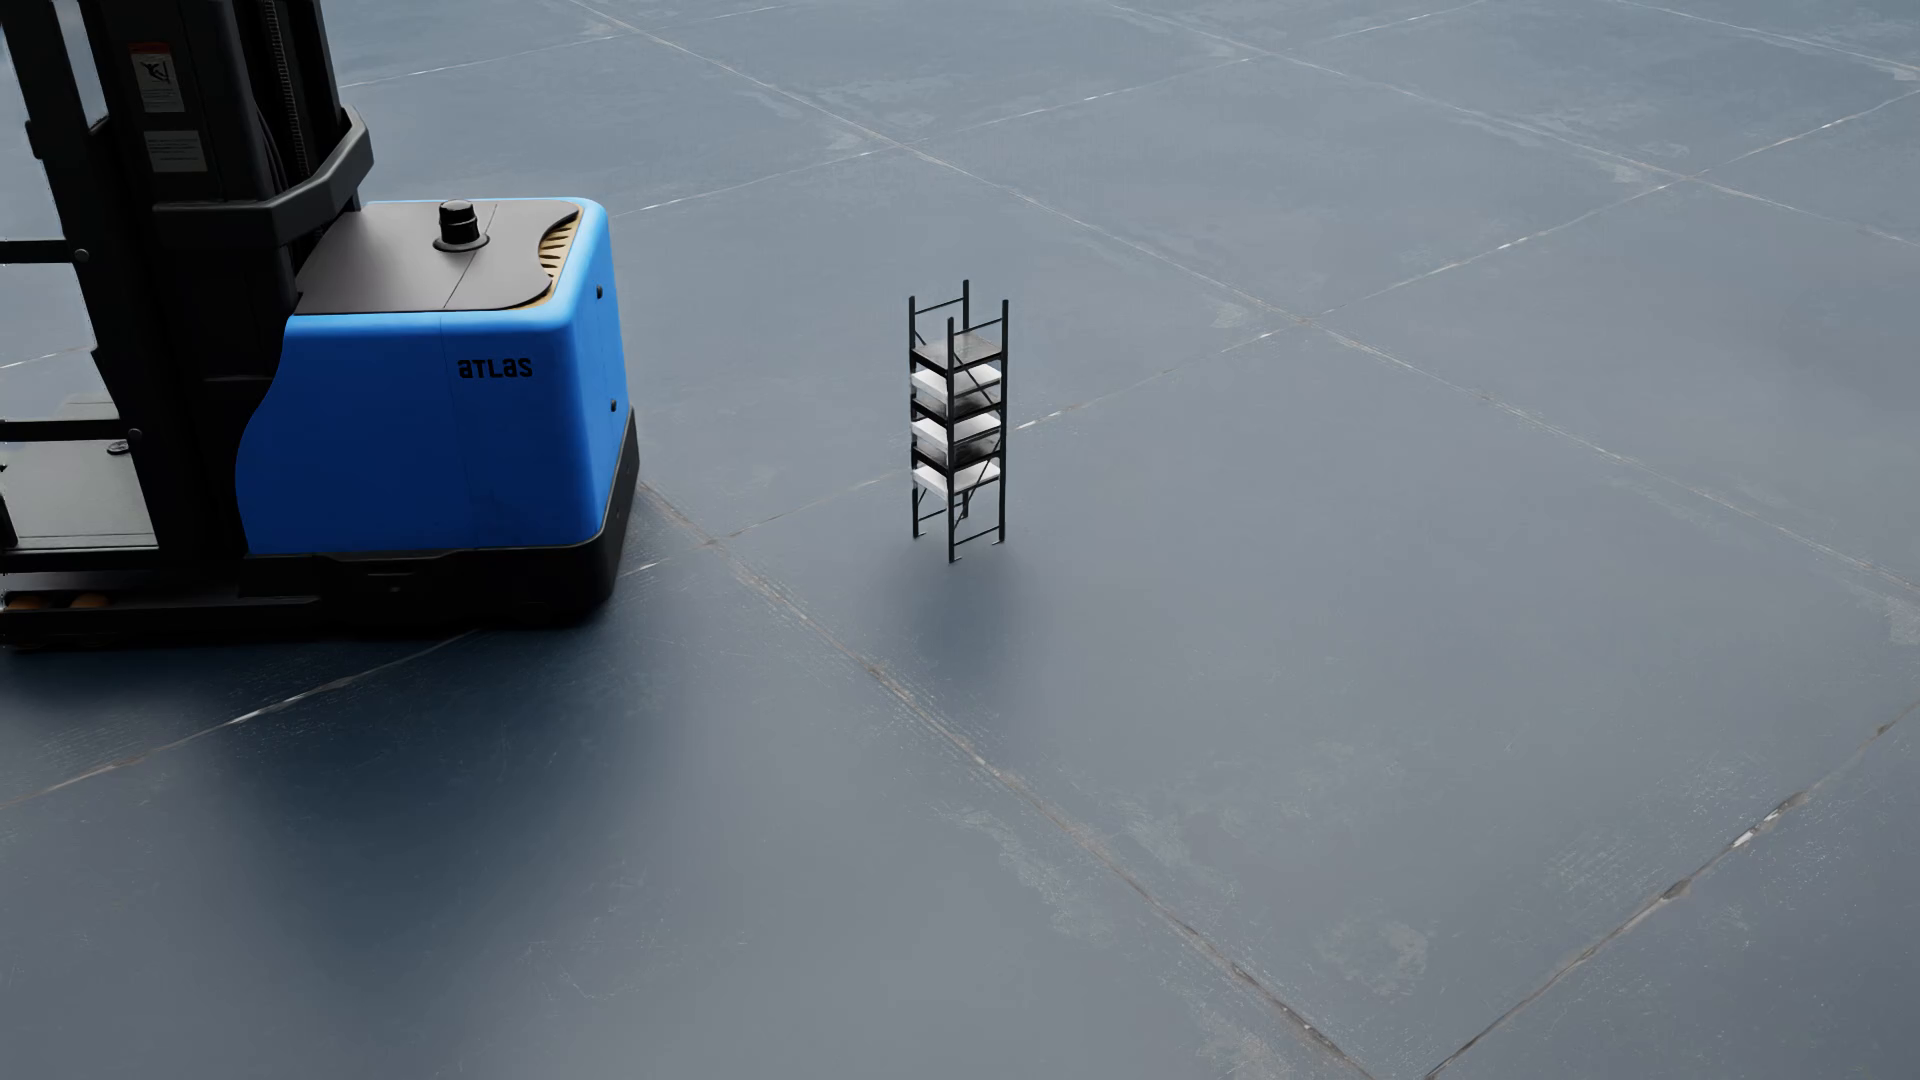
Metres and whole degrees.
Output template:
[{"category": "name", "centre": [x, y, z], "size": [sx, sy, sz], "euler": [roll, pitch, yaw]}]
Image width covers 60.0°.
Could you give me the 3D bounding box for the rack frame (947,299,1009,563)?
[{"category": "rack frame", "centre": [0.057, -0.343, 5.450], "size": [0.240, 0.900, 0.006], "euler": [-22, 38, -31]}]

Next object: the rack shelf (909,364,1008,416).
[{"category": "rack shelf", "centre": [-0.005, -0.510, 5.441], "size": [0.258, 0.077, 0.200], "euler": [-22, 38, -31]}]

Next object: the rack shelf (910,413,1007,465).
[{"category": "rack shelf", "centre": [-0.005, -0.357, 5.536], "size": [0.258, 0.077, 0.200], "euler": [-22, 38, -31]}]

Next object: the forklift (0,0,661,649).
[{"category": "forklift", "centre": [-2.579, -1.193, 4.894], "size": [3.031, 2.935, 1.130], "euler": [-2, 32, -3]}]

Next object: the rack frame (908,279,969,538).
[{"category": "rack frame", "centre": [-0.067, -0.428, 5.586], "size": [0.240, 0.900, 0.006], "euler": [-22, 38, -31]}]

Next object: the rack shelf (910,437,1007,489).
[{"category": "rack shelf", "centre": [-0.005, -0.281, 5.583], "size": [0.258, 0.077, 0.200], "euler": [-22, 38, -31]}]

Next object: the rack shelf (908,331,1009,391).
[{"category": "rack shelf", "centre": [-0.005, -0.587, 5.393], "size": [0.258, 0.077, 0.200], "euler": [-22, 38, -31]}]

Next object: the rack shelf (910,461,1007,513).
[{"category": "rack shelf", "centre": [-0.005, -0.204, 5.631], "size": [0.258, 0.077, 0.200], "euler": [-22, 38, -31]}]

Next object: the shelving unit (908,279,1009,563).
[{"category": "shelving unit", "centre": [-0.005, -0.386, 5.518], "size": [0.258, 0.900, 0.210], "euler": [-22, 38, -31]}]

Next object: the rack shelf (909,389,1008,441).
[{"category": "rack shelf", "centre": [-0.005, -0.434, 5.488], "size": [0.258, 0.077, 0.200], "euler": [-22, 38, -31]}]
